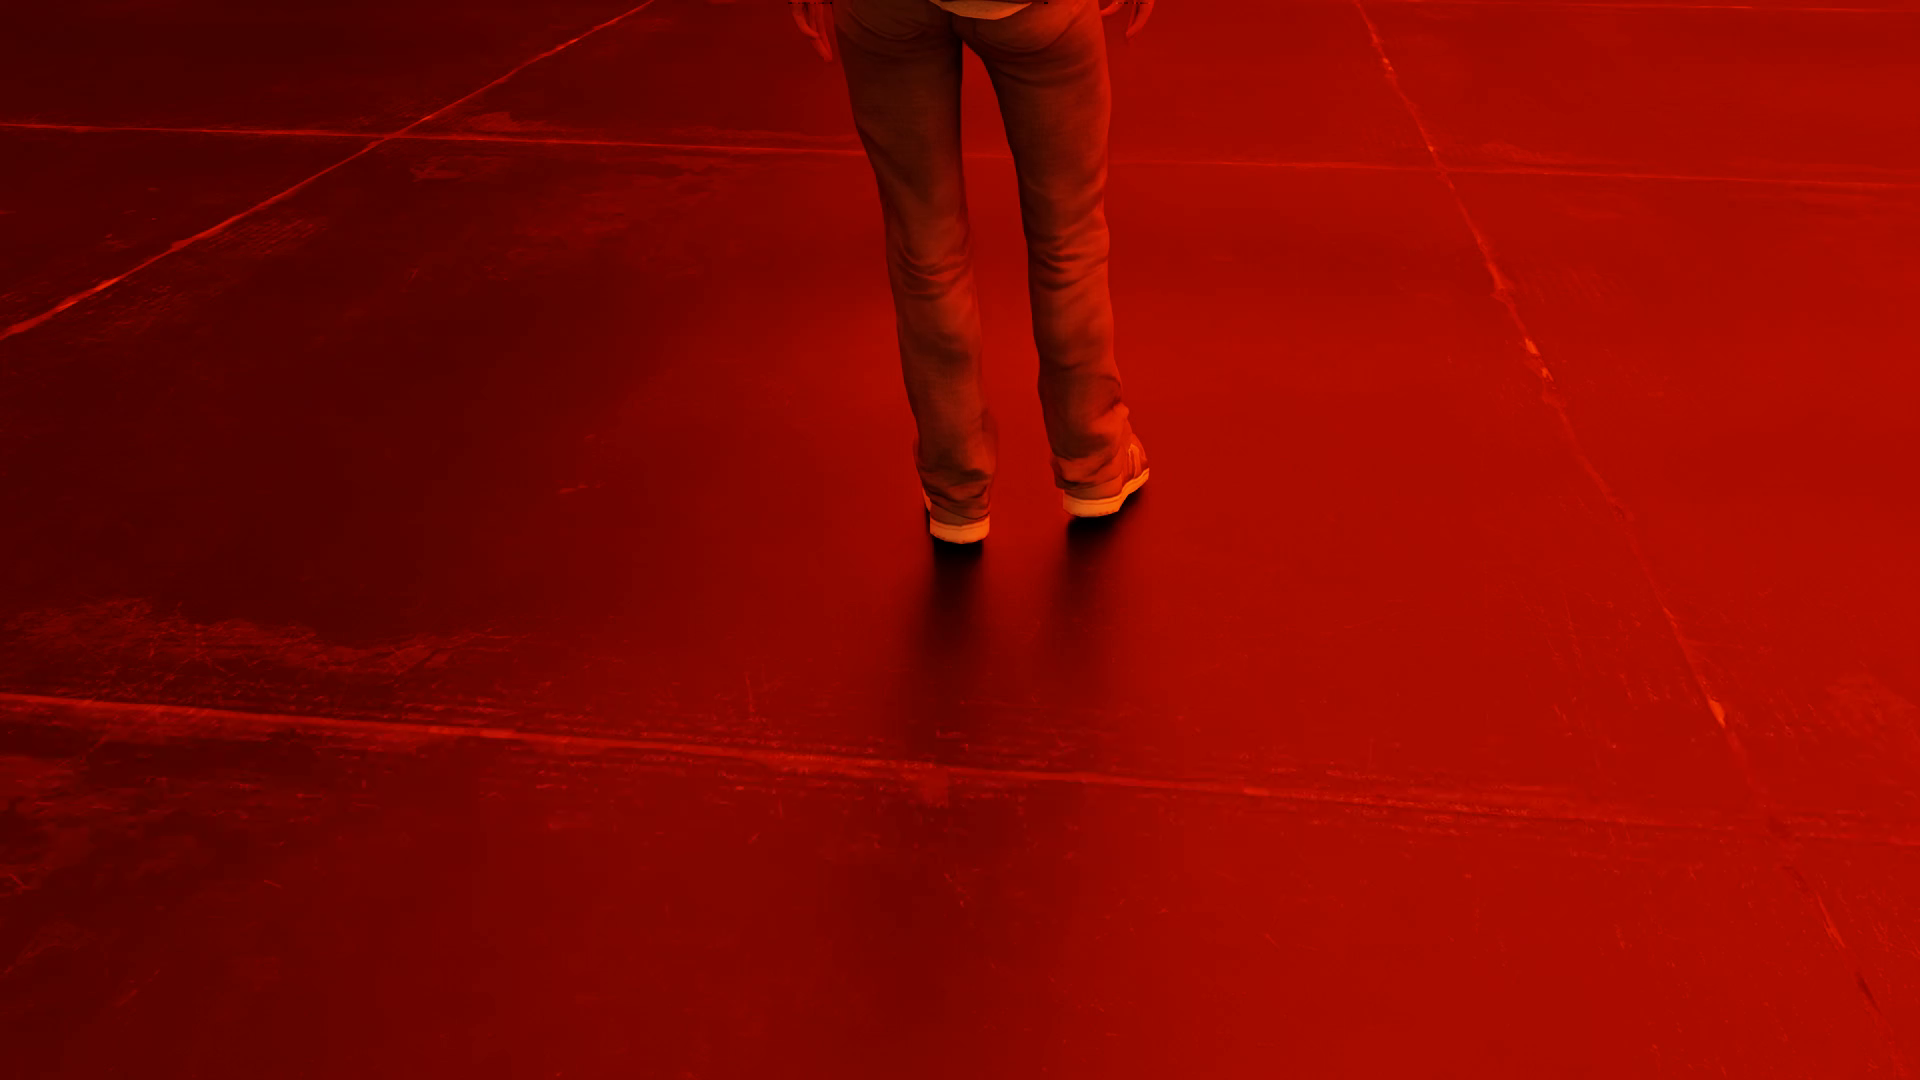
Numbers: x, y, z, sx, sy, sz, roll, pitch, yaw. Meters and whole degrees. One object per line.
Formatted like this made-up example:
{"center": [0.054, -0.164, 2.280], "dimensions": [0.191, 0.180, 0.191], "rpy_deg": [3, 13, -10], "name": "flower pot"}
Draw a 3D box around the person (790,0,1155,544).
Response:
{"center": [0.024, -0.753, 2.205], "dimensions": [0.521, 1.599, 0.473], "rpy_deg": [3, 27, 7], "name": "person"}
